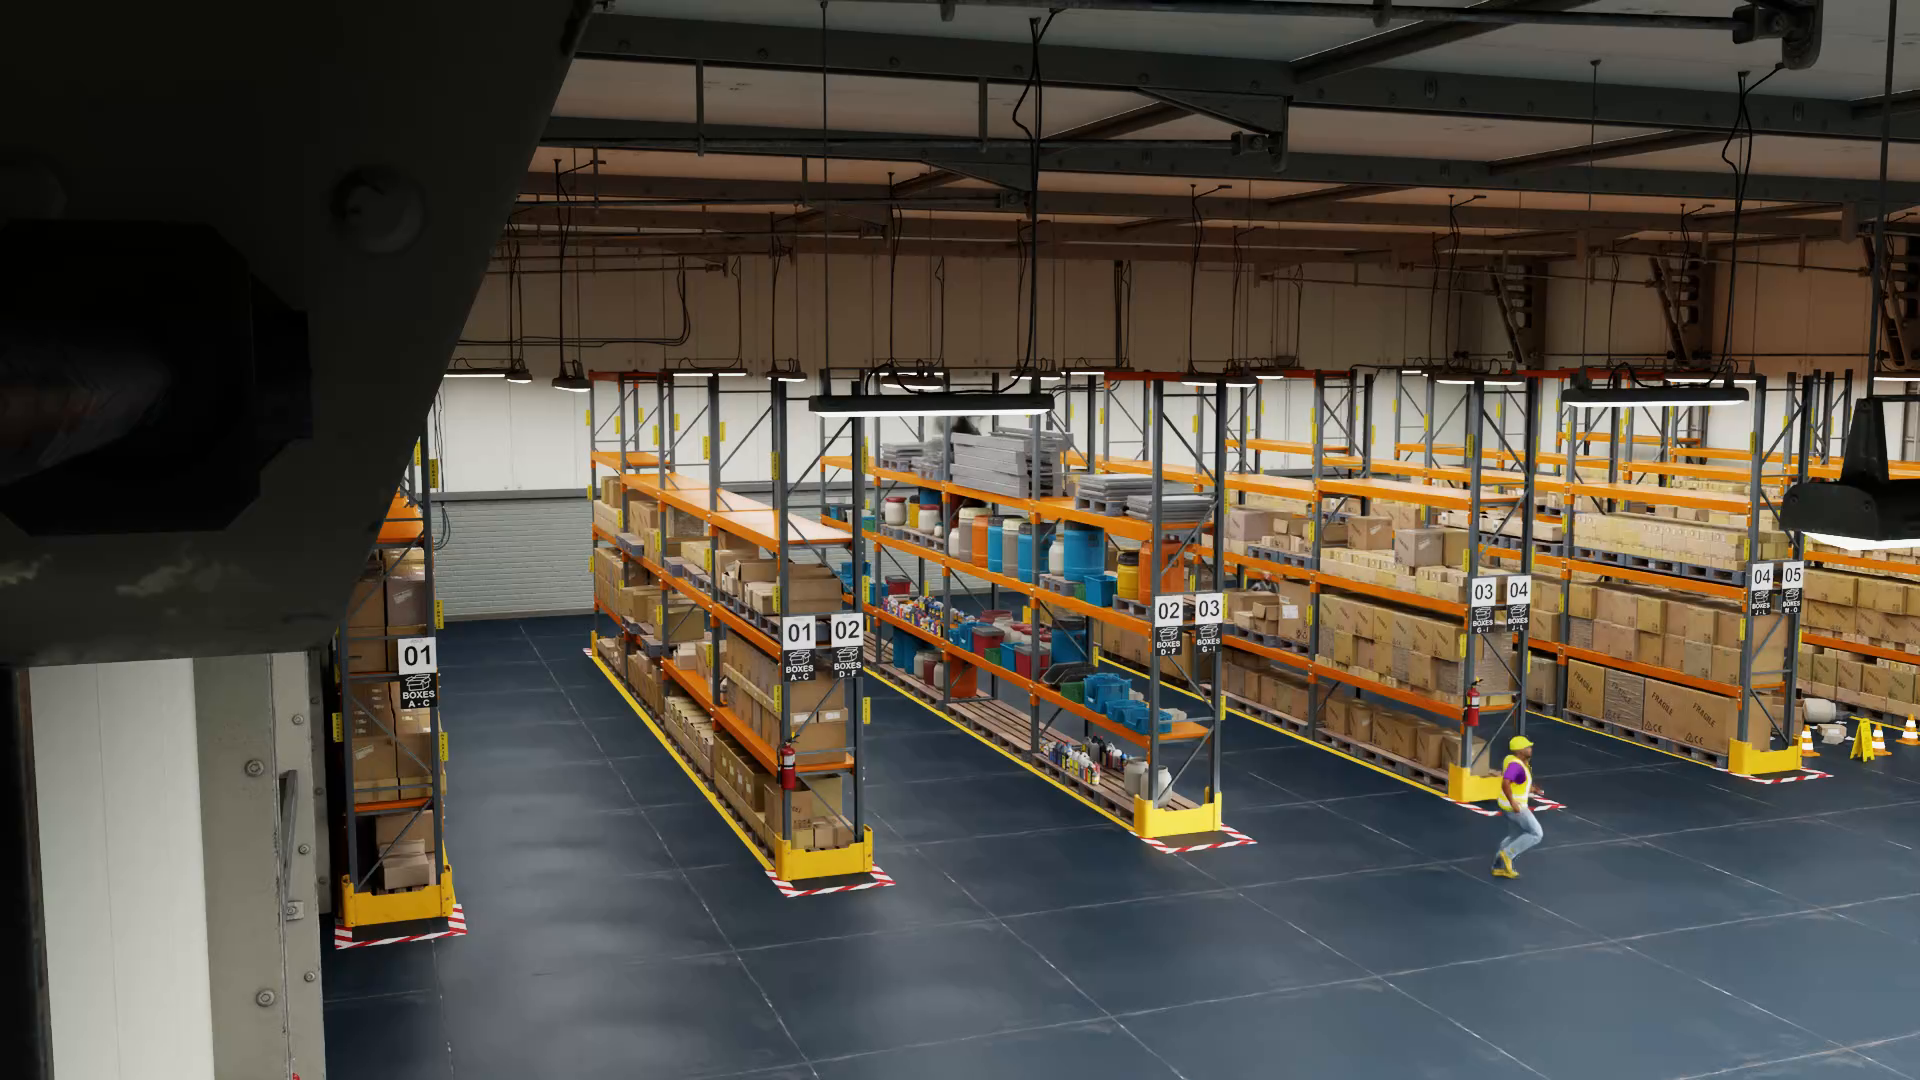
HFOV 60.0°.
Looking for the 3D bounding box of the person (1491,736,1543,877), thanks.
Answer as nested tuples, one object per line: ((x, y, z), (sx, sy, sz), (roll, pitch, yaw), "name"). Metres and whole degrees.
((6.758, 3.225, 20.139), (0.612, 1.718, 0.699), (0, 6, 4), "person")

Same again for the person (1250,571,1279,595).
((6.541, 1.517, 35.538), (0.630, 1.726, 0.703), (-2, 7, -20), "person")
